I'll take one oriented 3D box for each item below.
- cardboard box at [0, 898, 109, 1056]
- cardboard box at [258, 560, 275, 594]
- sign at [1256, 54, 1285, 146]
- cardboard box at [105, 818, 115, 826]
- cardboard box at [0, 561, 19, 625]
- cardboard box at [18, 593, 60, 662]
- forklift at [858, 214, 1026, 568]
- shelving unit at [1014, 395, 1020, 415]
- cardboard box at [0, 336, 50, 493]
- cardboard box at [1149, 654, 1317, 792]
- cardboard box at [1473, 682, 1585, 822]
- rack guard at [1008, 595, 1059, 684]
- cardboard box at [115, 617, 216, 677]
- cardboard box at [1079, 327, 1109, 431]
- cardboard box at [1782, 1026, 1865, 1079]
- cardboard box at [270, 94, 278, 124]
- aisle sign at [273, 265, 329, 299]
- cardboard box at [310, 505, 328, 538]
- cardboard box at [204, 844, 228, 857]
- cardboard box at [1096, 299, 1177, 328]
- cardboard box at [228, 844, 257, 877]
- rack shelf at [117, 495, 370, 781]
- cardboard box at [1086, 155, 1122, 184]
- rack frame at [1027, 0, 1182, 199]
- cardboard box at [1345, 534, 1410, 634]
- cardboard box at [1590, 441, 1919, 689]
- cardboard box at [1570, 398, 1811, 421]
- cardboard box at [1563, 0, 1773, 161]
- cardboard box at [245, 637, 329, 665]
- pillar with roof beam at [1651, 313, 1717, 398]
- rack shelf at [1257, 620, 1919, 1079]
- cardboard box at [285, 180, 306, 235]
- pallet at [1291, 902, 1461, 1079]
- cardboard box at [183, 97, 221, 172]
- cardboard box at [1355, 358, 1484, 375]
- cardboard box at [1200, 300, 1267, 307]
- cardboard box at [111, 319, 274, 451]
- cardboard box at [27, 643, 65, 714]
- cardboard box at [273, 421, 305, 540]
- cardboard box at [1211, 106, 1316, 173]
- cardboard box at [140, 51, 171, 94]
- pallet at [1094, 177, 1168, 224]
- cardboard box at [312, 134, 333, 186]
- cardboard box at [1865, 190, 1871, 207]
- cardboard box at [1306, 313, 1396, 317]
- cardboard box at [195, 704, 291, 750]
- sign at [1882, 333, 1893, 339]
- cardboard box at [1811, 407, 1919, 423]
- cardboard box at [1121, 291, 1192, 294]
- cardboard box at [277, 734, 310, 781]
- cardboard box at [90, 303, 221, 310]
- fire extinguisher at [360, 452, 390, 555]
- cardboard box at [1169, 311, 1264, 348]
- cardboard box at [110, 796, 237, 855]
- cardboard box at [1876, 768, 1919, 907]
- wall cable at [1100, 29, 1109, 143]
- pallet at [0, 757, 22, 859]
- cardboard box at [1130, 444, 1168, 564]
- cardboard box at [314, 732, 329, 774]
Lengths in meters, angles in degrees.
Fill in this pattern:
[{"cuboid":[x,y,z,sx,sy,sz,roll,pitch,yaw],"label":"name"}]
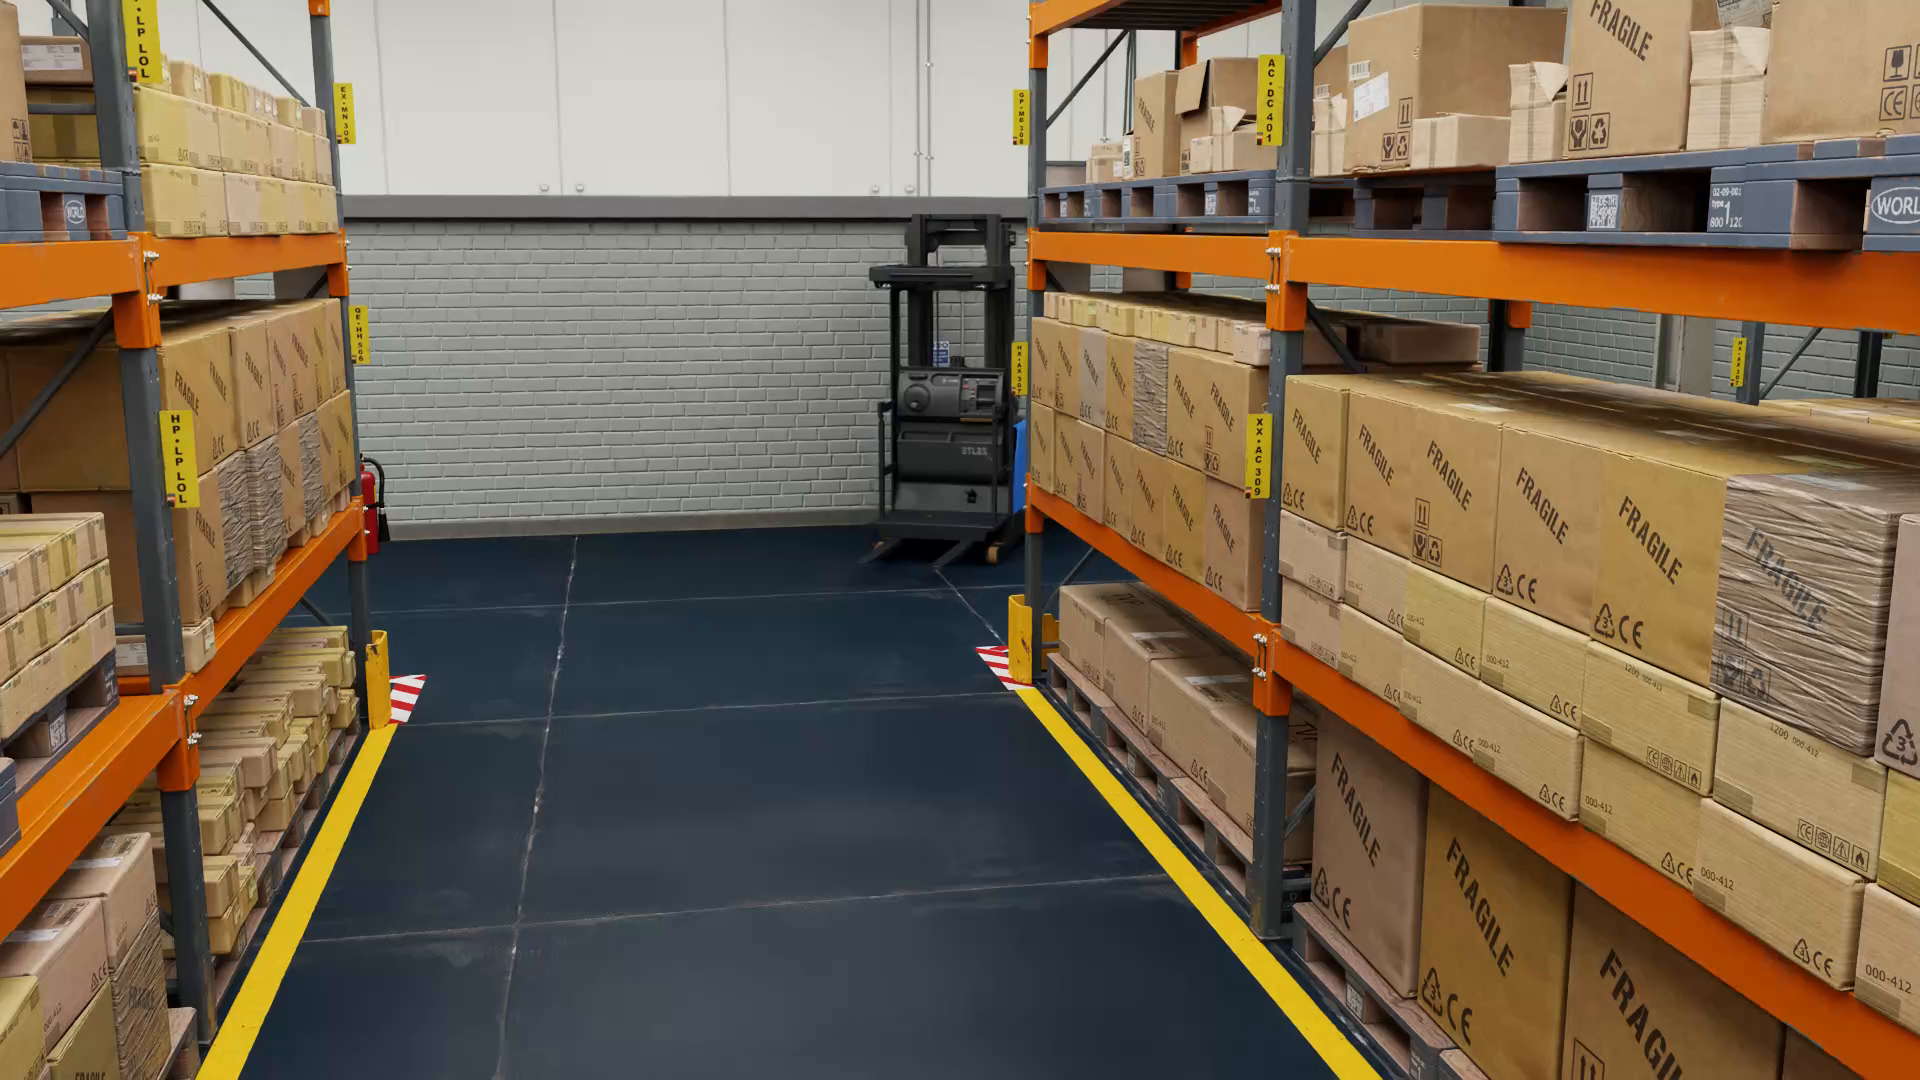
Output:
[{"cuboid":[-2.665,1.196,4.500,0.500,0.250,0.500,-2,11,-8],"label":"cardboard box"},{"cuboid":[-3.183,0.140,7.161,0.380,0.149,0.250,-2,11,-8],"label":"cardboard box"},{"cuboid":[1.147,-1.624,6.142,0.100,0.325,0.005,-2,11,-11],"label":"sign"},{"cuboid":[-3.605,1.175,6.759,0.380,0.149,0.250,-2,11,-10],"label":"cardboard box"},{"cuboid":[-2.723,0.157,4.361,0.380,0.149,0.250,-2,11,-11],"label":"cardboard box"},{"cuboid":[-2.776,0.251,4.660,0.380,0.149,0.250,-2,11,-9],"label":"cardboard box"},{"cuboid":[-0.130,-1.301,14.248,1.130,2.935,3.031,3,11,13],"label":"forklift"},{"cuboid":[0.910,-0.867,15.782,1.048,1.500,0.538,7,7,21],"label":"shelving unit"},{"cuboid":[-3.502,-0.442,5.813,0.500,0.500,0.500,-3,11,-13],"label":"cardboard box"},{"cuboid":[1.499,0.891,8.274,0.875,0.438,0.875,-2,11,-13],"label":"cardboard box"},{"cuboid":[1.792,0.568,4.647,0.500,0.250,0.500,-2,11,-12],"label":"cardboard box"},{"cuboid":[0.908,0.612,10.697,1.175,0.500,0.348,-2,11,-11],"label":"rack guard"},{"cuboid":[-2.879,0.380,5.902,0.380,0.149,0.250,-2,11,-9],"label":"cardboard box"},{"cuboid":[0.942,-0.865,8.829,0.500,0.500,0.500,-2,11,-11],"label":"cardboard box"},{"cuboid":[2.416,1.564,3.572,0.875,0.875,0.875,-2,11,-12],"label":"cardboard box"},{"cuboid":[-3.420,-2.015,7.789,0.380,0.149,0.250,-2,11,-12],"label":"cardboard box"},{"cuboid":[-3.643,-1.714,9.282,0.394,0.787,0.004,-2,11,-11],"label":"aisle sign"},{"cuboid":[-3.435,-0.102,8.434,0.380,0.149,0.250,-2,11,-9],"label":"cardboard box"},{"cuboid":[-3.039,1.247,6.379,0.380,0.149,0.250,-2,11,-11],"label":"cardboard box"},{"cuboid":[0.941,-1.204,8.877,0.380,0.149,0.250,-2,11,-10],"label":"cardboard box"},{"cuboid":[-3.052,1.344,6.668,0.380,0.149,0.250,-2,11,-11],"label":"cardboard box"},{"cuboid":[-3.534,0.307,7.537,1.077,0.370,4.000,-2,11,-11],"label":"rack shelf"},{"cuboid":[0.899,-2.009,9.042,0.380,0.149,0.250,-2,11,-9],"label":"cardboard box"},{"cuboid":[0.913,-3.559,9.879,1.000,3.000,0.127,-2,11,-11],"label":"rack frame"},{"cuboid":[1.629,0.136,5.578,0.500,0.250,0.500,-2,11,-10],"label":"cardboard box"},{"cuboid":[1.914,0.045,4.050,0.500,0.500,0.500,-2,11,-11],"label":"cardboard box"},{"cuboid":[2.211,-0.157,5.111,0.500,0.500,0.500,-2,11,-9],"label":"cardboard box"},{"cuboid":[1.842,-1.186,4.045,0.500,0.500,0.500,-2,11,-10],"label":"cardboard box"},{"cuboid":[-3.579,0.625,8.854,0.380,0.149,0.250,-2,11,-10],"label":"cardboard box"},{"cuboid":[1.918,-4.111,12.779,9.100,9.000,0.400,-2,11,-11],"label":"pillar with roof beam"},{"cuboid":[2.080,0.842,4.726,1.077,0.370,4.000,-2,11,-11],"label":"rack shelf"},{"cuboid":[-3.385,-1.554,7.772,0.500,0.250,0.500,-2,11,-9],"label":"cardboard box"},{"cuboid":[1.915,1.631,6.118,1.003,0.211,1.213,-2,11,-11],"label":"pallet"},{"cuboid":[-3.095,-1.513,6.220,0.500,0.250,0.500,-2,11,-11],"label":"cardboard box"},{"cuboid":[1.836,-0.514,6.988,0.500,0.500,0.500,-2,11,-11],"label":"cardboard box"},{"cuboid":[1.481,-1.180,8.750,0.380,0.149,0.250,-2,11,-10],"label":"cardboard box"},{"cuboid":[-3.177,-0.645,6.882,0.500,0.500,0.500,-2,11,-10],"label":"cardboard box"},{"cuboid":[-2.776,0.397,4.691,0.380,0.149,0.250,-2,11,-11],"label":"cardboard box"},{"cuboid":[-3.293,-0.256,7.510,0.500,0.500,0.500,-2,11,-8],"label":"cardboard box"},{"cuboid":[1.253,-1.646,6.824,0.396,0.266,0.258,-2,11,-9],"label":"cardboard box"},{"cuboid":[-2.984,-1.634,5.788,0.380,0.149,0.250,-3,11,-13],"label":"cardboard box"},{"cuboid":[1.308,-1.682,8.277,1.003,0.211,1.213,-2,11,-11],"label":"pallet"},{"cuboid":[-3.584,-1.983,8.689,0.500,0.250,0.500,-2,11,-13],"label":"cardboard box"},{"cuboid":[5.718,-2.155,10.132,0.500,0.250,0.500,-2,11,-10],"label":"cardboard box"},{"cuboid":[1.739,-0.944,7.510,0.380,0.149,0.250,-2,11,-11],"label":"cardboard box"},{"cuboid":[-3.288,0.864,7.597,0.380,0.149,0.250,-2,11,-11],"label":"cardboard box"},{"cuboid":[6.329,-1.533,11.341,0.100,0.325,0.005,-2,11,-11],"label":"sign"},{"cuboid":[5.703,-0.680,10.404,0.500,0.250,0.500,-2,11,-10],"label":"cardboard box"},{"cuboid":[1.179,-1.412,9.969,0.380,0.149,0.250,-2,11,-10],"label":"cardboard box"},{"cuboid":[-3.212,1.008,7.635,0.380,0.149,0.250,-2,11,-10],"label":"cardboard box"},{"cuboid":[-3.992,-0.915,8.298,0.500,0.500,0.500,-2,11,-9],"label":"cardboard box"},{"cuboid":[-3.519,-0.255,9.770,0.296,0.674,0.183,-2,11,-11],"label":"fire extinguisher"},{"cuboid":[1.184,-0.970,7.650,0.380,0.149,0.250,-2,11,-11],"label":"cardboard box"},{"cuboid":[-3.004,1.099,6.363,0.380,0.149,0.250,-2,11,-8],"label":"cardboard box"},{"cuboid":[2.125,0.604,3.117,0.500,0.250,0.500,-2,11,-11],"label":"cardboard box"},{"cuboid":[0.268,-4.618,15.448,2.355,3.000,0.029,-2,11,-11],"label":"wall cable"},{"cuboid":[-2.792,0.787,3.606,1.003,0.211,1.213,-2,11,-11],"label":"pallet"},{"cuboid":[1.132,-0.189,7.951,0.500,0.500,0.500,-2,11,-12],"label":"cardboard box"},{"cuboid":[-3.328,1.055,8.188,0.380,0.149,0.250,-3,11,-14],"label":"cardboard box"}]
